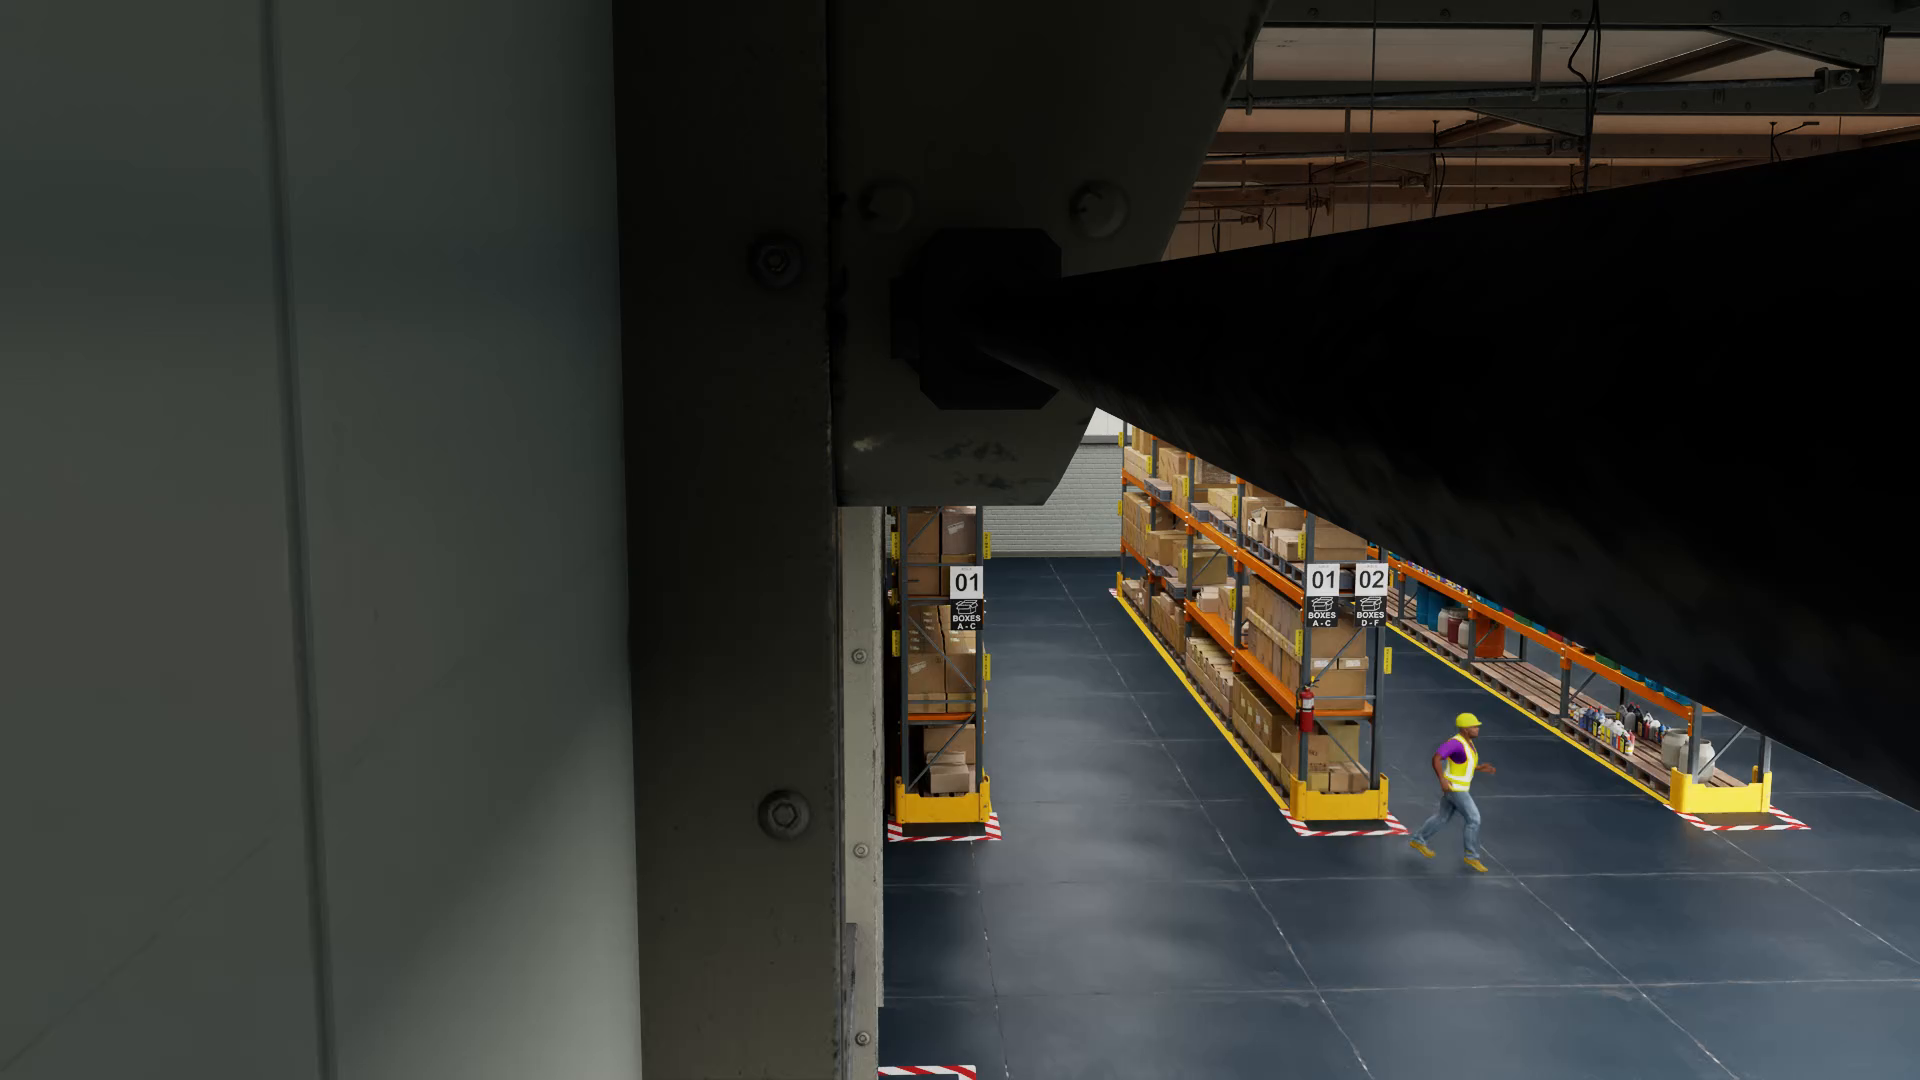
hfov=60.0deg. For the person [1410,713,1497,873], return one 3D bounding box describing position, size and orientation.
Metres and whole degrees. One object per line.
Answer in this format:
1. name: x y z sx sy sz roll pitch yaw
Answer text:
1. person: 5.590 2.832 18.844 0.915 1.802 0.617 3 8 18
